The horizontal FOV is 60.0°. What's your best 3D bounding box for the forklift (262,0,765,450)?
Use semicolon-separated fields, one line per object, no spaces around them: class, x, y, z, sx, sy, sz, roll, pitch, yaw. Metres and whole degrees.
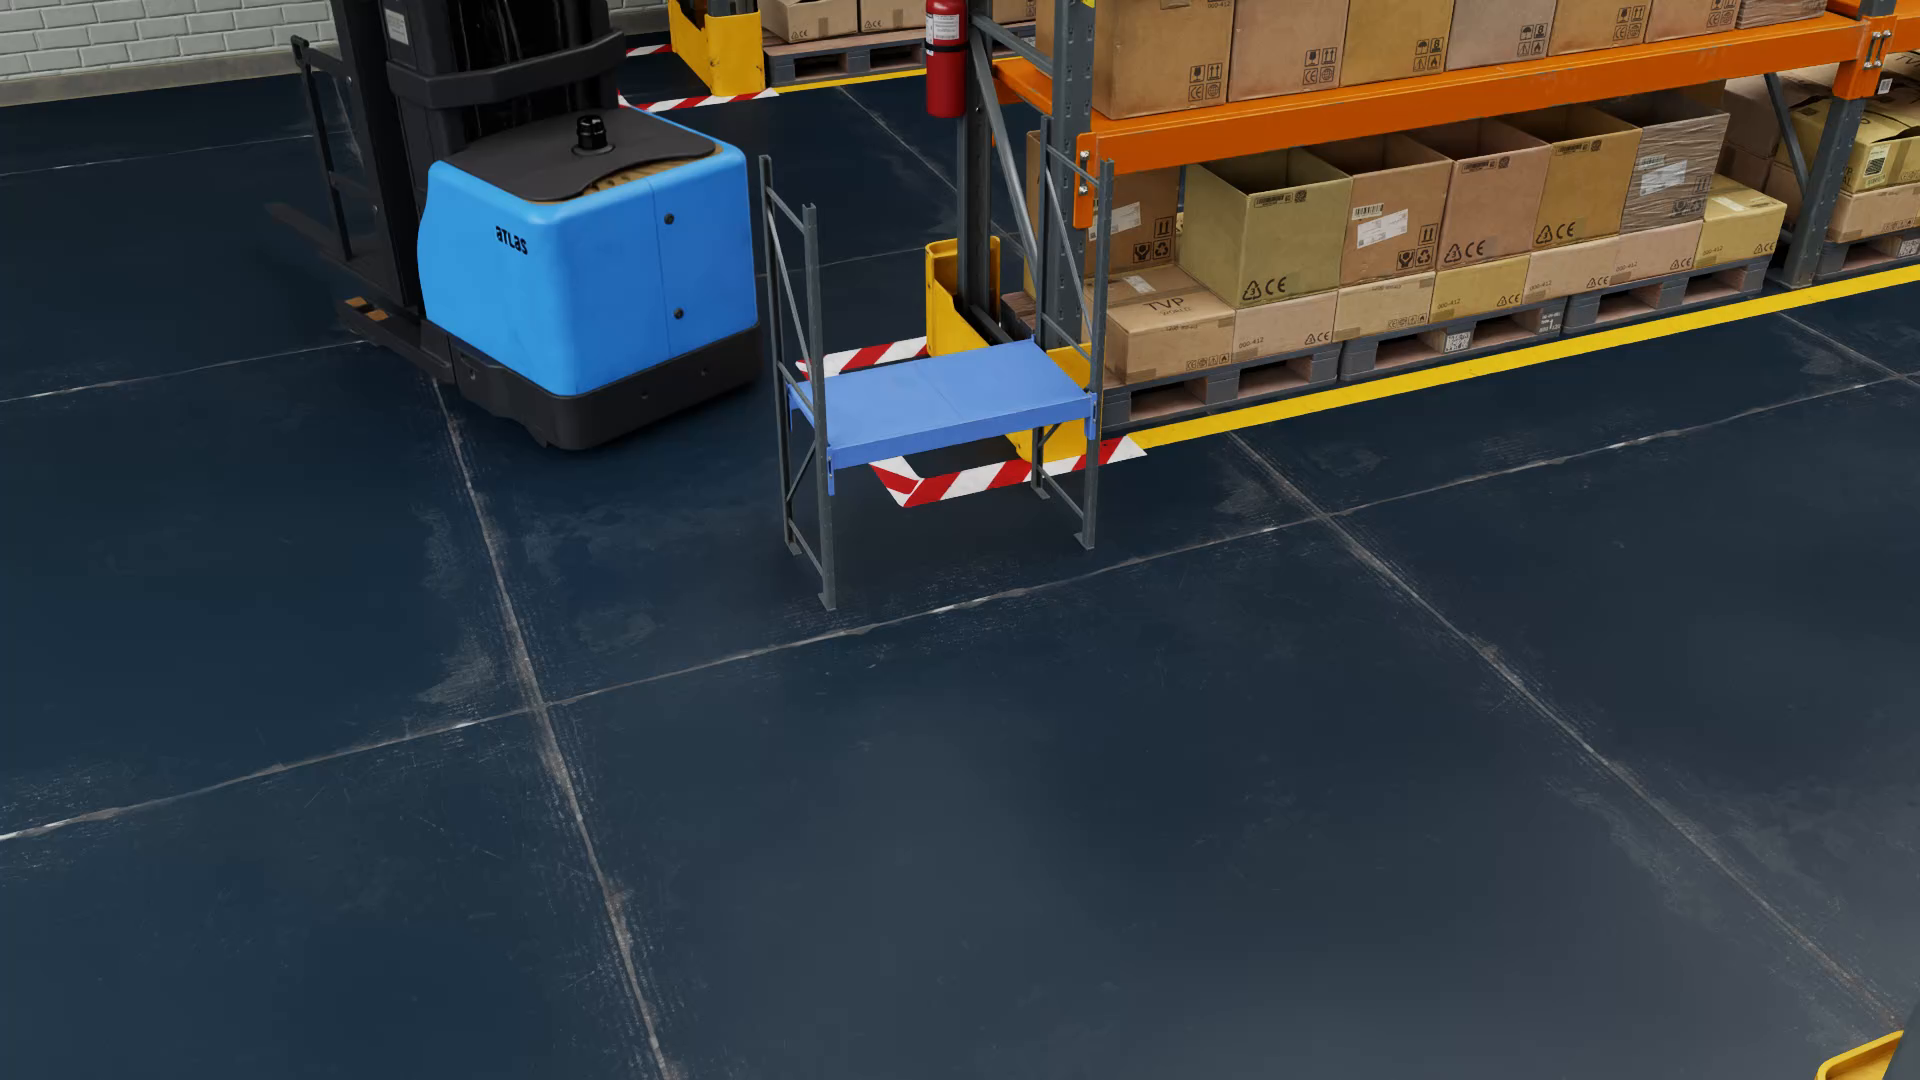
forklift;-2.246;-2.289;7.081;1.130;2.935;3.031;-29;43;-36

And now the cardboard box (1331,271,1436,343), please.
cardboard box;1.736;-1.128;7.369;0.500;0.250;0.500;-13;35;-19

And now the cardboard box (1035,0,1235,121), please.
cardboard box;0.670;-2.024;6.519;0.500;0.500;0.700;-13;35;-19

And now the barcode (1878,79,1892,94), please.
barcode;4.319;-2.118;7.763;0.075;0.075;0.001;-13;35;-19

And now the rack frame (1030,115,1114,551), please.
rack frame;0.390;-0.718;5.978;0.032;1.500;0.500;-13;35;-19

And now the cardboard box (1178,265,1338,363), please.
cardboard box;1.275;-1.022;7.207;0.500;0.250;0.500;-13;35;-19

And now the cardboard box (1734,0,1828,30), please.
cardboard box;3.516;-2.680;7.526;0.500;0.500;0.700;-14;36;-20

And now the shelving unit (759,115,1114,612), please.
shelving unit;-0.079;-0.611;5.813;1.048;1.500;0.538;-13;35;-19

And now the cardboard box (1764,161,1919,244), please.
cardboard box;4.390;-1.719;8.277;0.500;0.250;0.500;-14;35;-20

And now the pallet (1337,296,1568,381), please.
pallet;2.047;-1.159;7.838;1.213;0.211;1.003;-13;35;-19

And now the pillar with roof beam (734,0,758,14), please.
pillar with roof beam;0.291;-5.313;6.164;0.400;9.000;9.100;-13;35;-19

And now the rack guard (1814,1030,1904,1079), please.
rack guard;2.201;1.610;3.318;0.348;0.500;1.175;-13;35;-19

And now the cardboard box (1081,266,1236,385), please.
cardboard box;0.815;-0.915;7.042;0.500;0.250;0.500;-13;35;-19

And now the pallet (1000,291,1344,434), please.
pallet;0.923;-0.904;7.445;1.213;0.211;1.003;-13;35;-19

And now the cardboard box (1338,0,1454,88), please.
cardboard box;1.612;-2.239;6.850;0.500;0.500;0.700;-13;35;-19

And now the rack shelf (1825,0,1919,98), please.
rack shelf;5.767;-2.855;8.548;4.000;0.370;1.077;-13;35;-19

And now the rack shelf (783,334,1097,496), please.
rack shelf;-0.079;-0.460;5.911;1.000;0.185;0.538;-13;35;-19

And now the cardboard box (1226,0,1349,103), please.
cardboard box;1.152;-2.137;6.693;0.500;0.500;0.700;-12;35;-18

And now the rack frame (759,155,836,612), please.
rack frame;-0.547;-0.503;5.648;0.032;1.500;0.500;-13;35;-19

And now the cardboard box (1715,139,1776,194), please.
cardboard box;4.193;-1.991;8.696;0.500;0.250;0.500;-13;35;-19

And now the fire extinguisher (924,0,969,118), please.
fire extinguisher;-0.054;-2.066;6.746;0.183;0.674;0.296;-13;35;-19

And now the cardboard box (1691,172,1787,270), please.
cardboard box;3.580;-1.550;8.018;0.500;0.250;0.500;-13;35;-19

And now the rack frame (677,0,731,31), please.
rack frame;-1.687;-4.380;10.232;0.127;3.000;1.000;-13;35;-19

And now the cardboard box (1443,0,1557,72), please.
cardboard box;2.096;-2.352;7.023;0.500;0.500;0.700;-12;35;-18

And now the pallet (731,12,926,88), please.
pallet;-0.854;-3.381;11.253;1.213;0.211;1.003;-13;35;-19

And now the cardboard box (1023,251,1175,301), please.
cardboard box;0.615;-1.175;7.442;0.500;0.250;0.500;-13;35;-19

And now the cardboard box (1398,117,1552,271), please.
cardboard box;2.199;-1.545;7.322;0.500;0.500;0.500;-13;35;-19

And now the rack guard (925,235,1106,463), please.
rack guard;0.212;-0.837;7.078;0.348;0.500;1.175;-13;35;-19

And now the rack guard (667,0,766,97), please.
rack guard;-1.616;-3.349;10.938;0.348;0.500;1.175;-13;35;-19

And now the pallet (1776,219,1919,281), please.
pallet;4.587;-1.741;8.732;1.213;0.211;1.003;-13;35;-19

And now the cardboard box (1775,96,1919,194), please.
cardboard box;4.400;-1.955;8.126;0.500;0.311;0.500;-13;35;-19

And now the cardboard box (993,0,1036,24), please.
cardboard box;0.208;-3.868;11.333;0.500;0.500;0.700;-15;36;-22

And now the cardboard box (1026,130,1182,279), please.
cardboard box;0.614;-1.491;7.239;0.500;0.500;0.500;-13;35;-19

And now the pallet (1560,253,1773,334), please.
pallet;3.173;-1.419;8.237;1.213;0.211;1.003;-13;35;-19

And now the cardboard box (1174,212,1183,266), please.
cardboard box;1.071;-1.287;7.614;0.500;0.250;0.500;-13;35;-19

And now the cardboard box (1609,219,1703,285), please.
cardboard box;3.115;-1.450;7.864;0.500;0.250;0.500;-13;35;-19

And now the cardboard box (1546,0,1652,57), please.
cardboard box;2.568;-2.461;7.190;0.500;0.500;0.700;-12;35;-18

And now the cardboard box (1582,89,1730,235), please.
cardboard box;3.114;-1.765;7.661;0.500;0.500;0.500;-13;35;-19

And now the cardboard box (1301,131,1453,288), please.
cardboard box;1.731;-1.448;7.173;0.500;0.500;0.500;-13;35;-19

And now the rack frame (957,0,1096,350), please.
rack frame;0.235;-1.890;6.405;0.127;3.000;1.000;-13;35;-19

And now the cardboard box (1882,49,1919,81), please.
cardboard box;5.123;-2.440;8.872;0.500;0.311;0.500;-13;35;-19

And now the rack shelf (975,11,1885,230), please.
rack shelf;2.079;-2.011;7.250;4.000;0.370;1.077;-13;35;-19

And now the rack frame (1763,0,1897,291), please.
rack frame;3.923;-2.735;7.702;0.127;3.000;1.000;-13;35;-19

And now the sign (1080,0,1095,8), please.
sign;0.444;-2.006;5.716;0.005;0.325;0.100;-13;35;-19

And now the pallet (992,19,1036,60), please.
pallet;0.269;-3.637;11.646;1.213;0.211;1.003;-13;35;-19

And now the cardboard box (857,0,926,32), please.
cardboard box;-0.488;-3.659;11.185;0.500;0.311;0.500;-10;34;-15

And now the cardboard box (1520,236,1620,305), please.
cardboard box;2.660;-1.337;7.690;0.500;0.250;0.500;-13;35;-19

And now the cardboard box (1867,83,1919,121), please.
cardboard box;4.864;-2.058;8.285;0.500;0.311;0.500;-13;35;-19

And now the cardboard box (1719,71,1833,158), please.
cardboard box;4.185;-2.223;8.538;0.500;0.311;0.500;-13;35;-19

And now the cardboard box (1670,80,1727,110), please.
cardboard box;3.374;-2.132;8.225;0.500;0.500;0.500;-13;35;-19

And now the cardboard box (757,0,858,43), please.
cardboard box;-1.014;-3.539;11.000;0.500;0.311;0.500;-17;37;-24

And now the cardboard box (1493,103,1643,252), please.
cardboard box;2.655;-1.657;7.496;0.500;0.500;0.500;-13;35;-19

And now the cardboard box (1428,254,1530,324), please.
cardboard box;2.199;-1.231;7.527;0.500;0.250;0.500;-13;35;-19

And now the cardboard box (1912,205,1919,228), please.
cardboard box;4.862;-1.826;8.442;0.500;0.250;0.500;-12;35;-18

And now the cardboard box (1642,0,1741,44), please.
cardboard box;3.032;-2.565;7.350;0.500;0.500;0.700;-13;35;-19

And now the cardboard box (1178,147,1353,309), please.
cardboard box;1.275;-1.336;7.001;0.500;0.500;0.500;-13;35;-19

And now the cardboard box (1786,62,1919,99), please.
cardboard box;4.662;-2.336;8.712;0.500;0.311;0.500;-12;35;-18
